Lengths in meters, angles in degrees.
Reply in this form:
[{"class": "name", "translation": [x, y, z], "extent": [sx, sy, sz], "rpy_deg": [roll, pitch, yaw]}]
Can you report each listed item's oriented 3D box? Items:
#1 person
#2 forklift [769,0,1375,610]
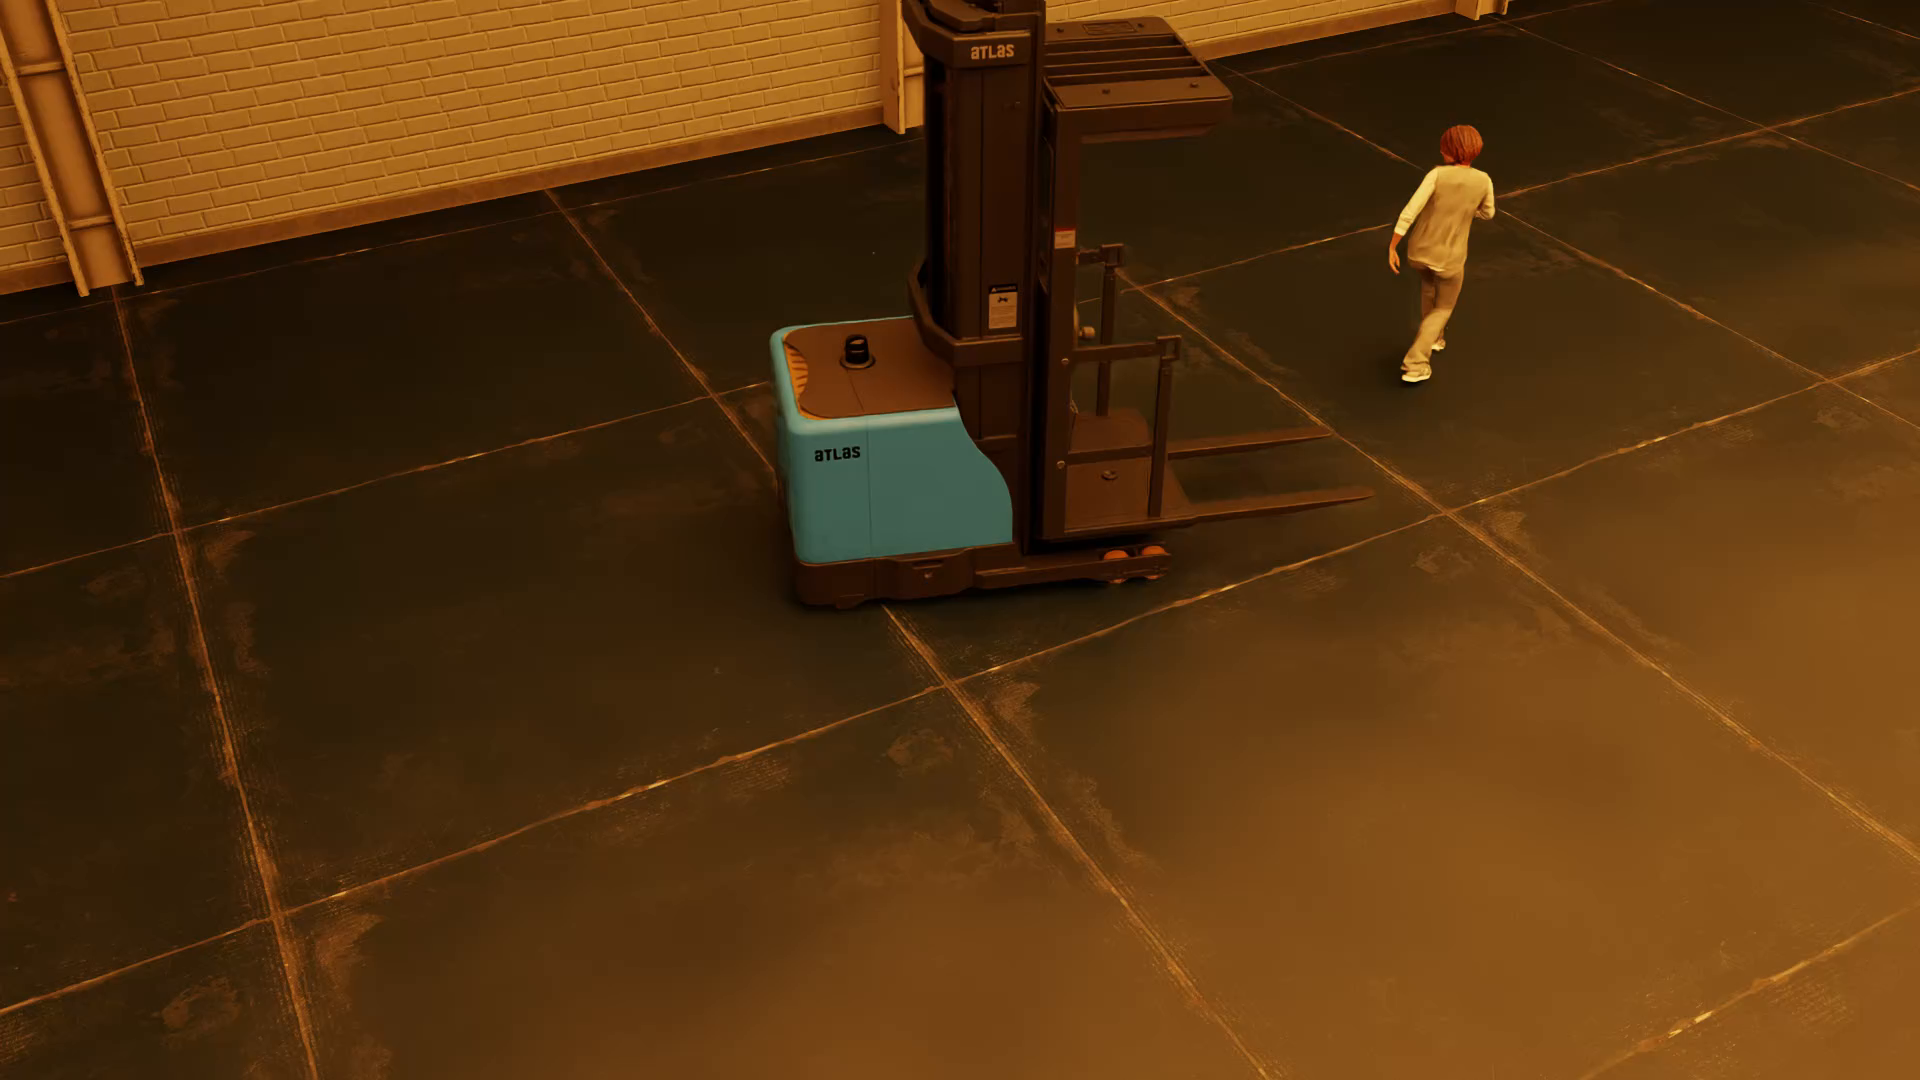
[{"class": "person", "translation": [2.818, -1.667, 9.728], "extent": [0.452, 1.566, 0.790], "rpy_deg": [19, 39, 24]}, {"class": "forklift", "translation": [0.602, -1.273, 7.923], "extent": [3.031, 2.935, 1.130], "rpy_deg": [-6, 36, -9]}]
